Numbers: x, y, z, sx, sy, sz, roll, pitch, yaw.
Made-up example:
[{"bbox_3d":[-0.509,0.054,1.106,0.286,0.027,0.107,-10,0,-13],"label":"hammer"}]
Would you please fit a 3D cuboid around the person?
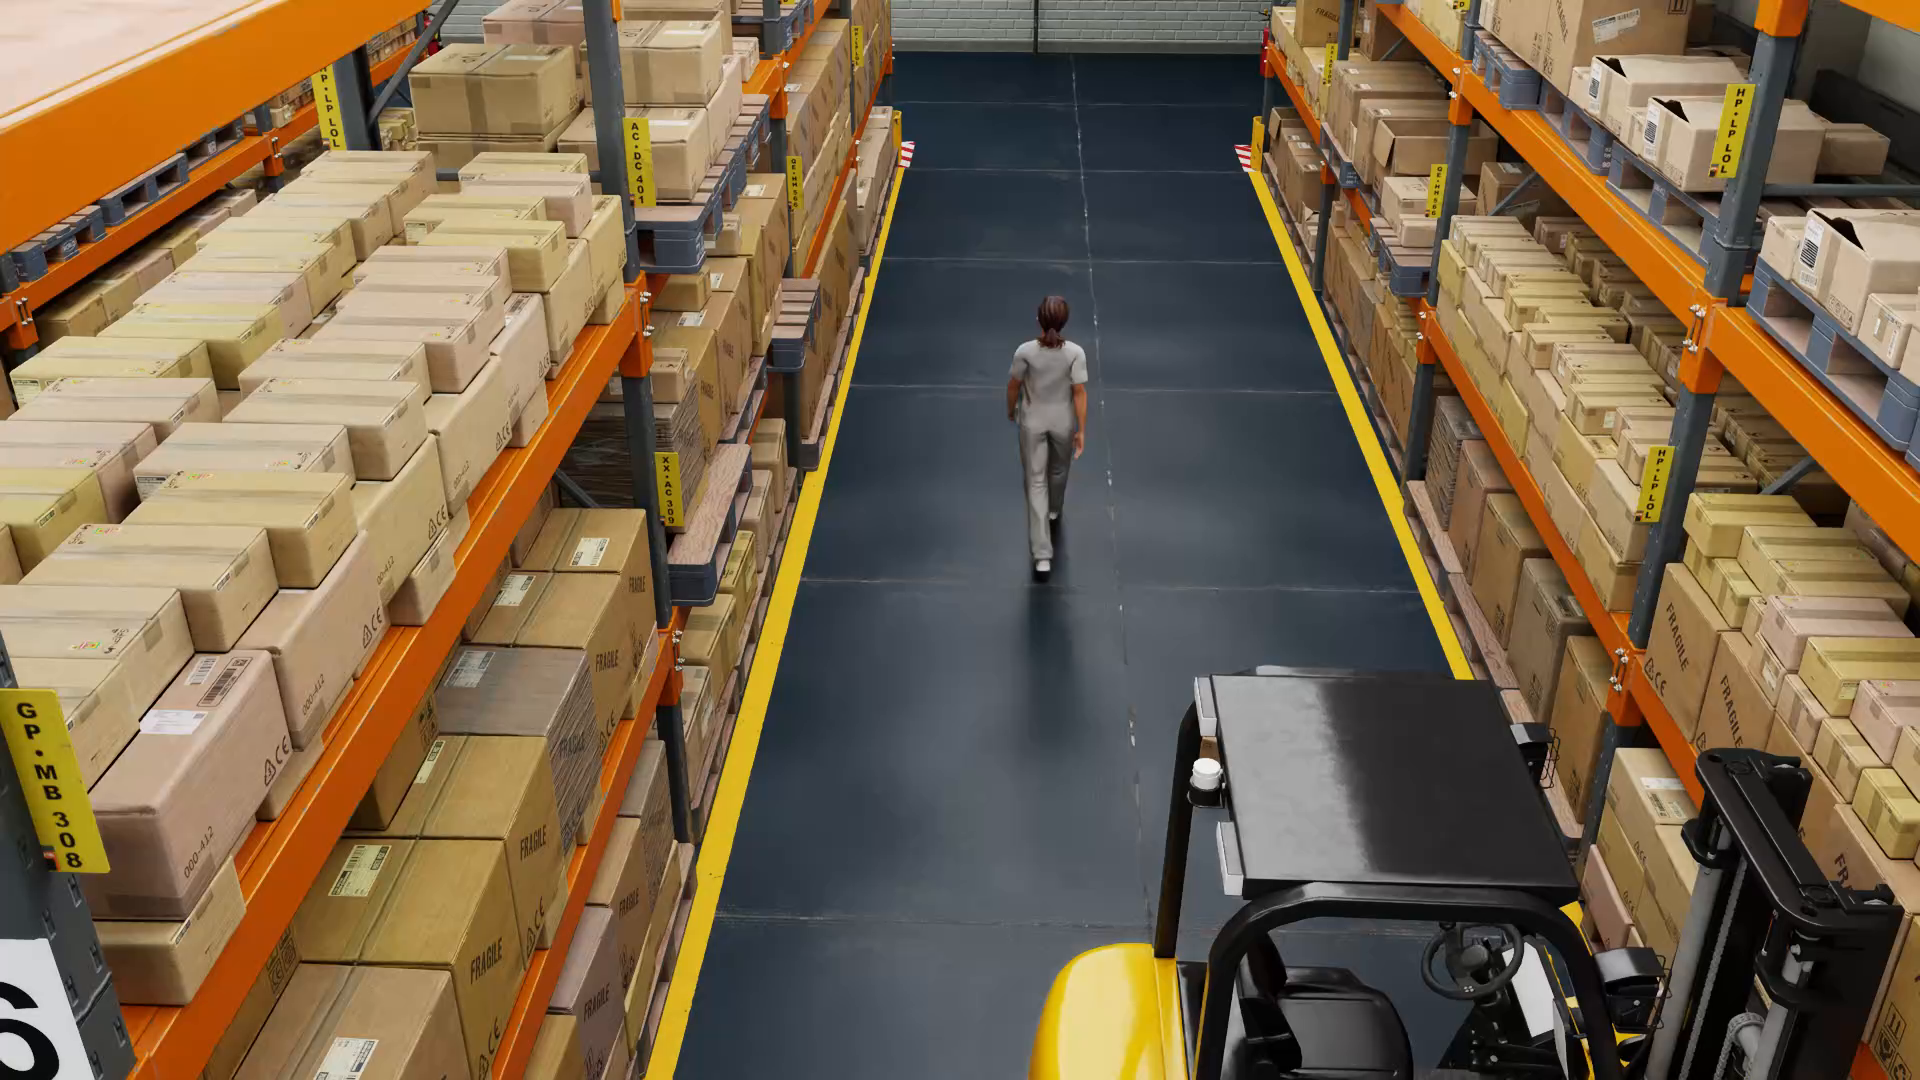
[{"bbox_3d":[0.508,-0.719,9.968,0.459,1.586,1.029,-2,28,-3],"label":"person"}]
